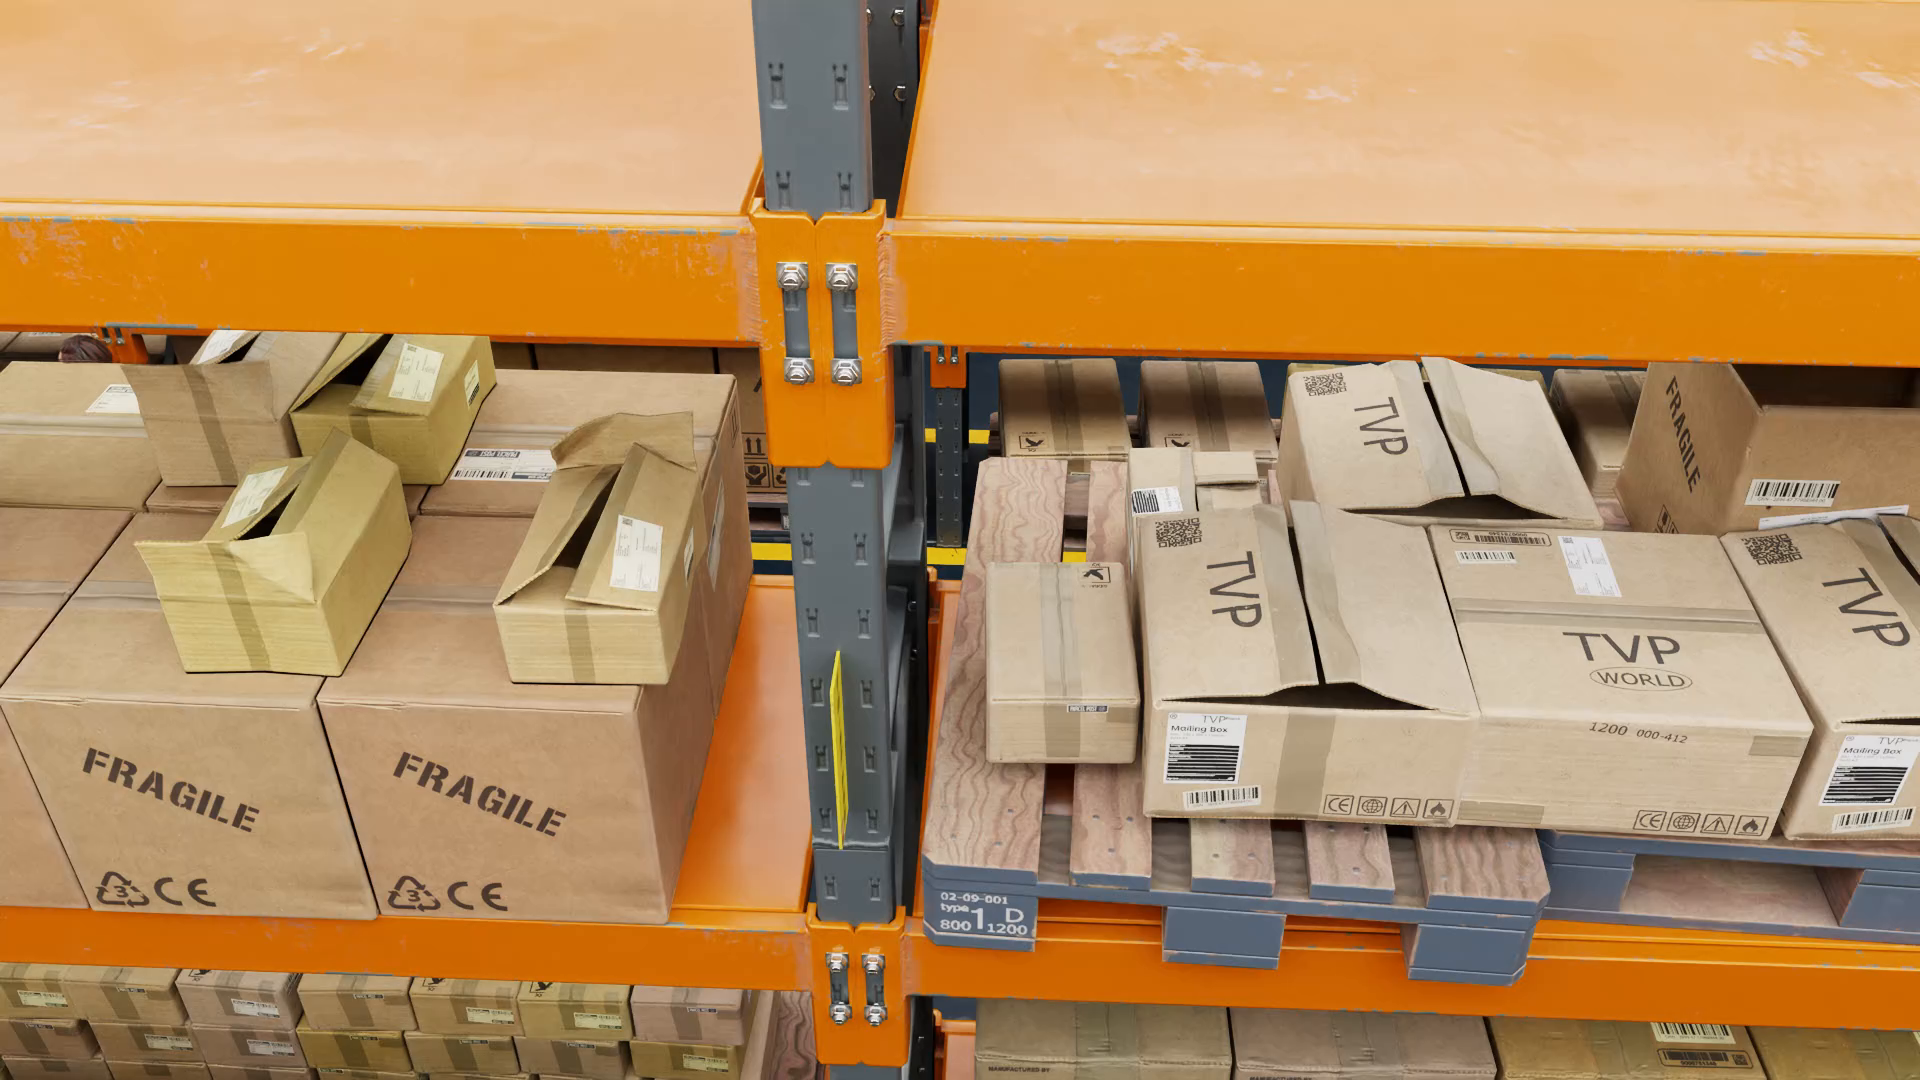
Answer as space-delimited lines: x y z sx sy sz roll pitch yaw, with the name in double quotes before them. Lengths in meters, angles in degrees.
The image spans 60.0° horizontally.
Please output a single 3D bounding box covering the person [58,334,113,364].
"person" -3.691 -0.165 7.343 0.968 1.629 0.447 1 36 2
